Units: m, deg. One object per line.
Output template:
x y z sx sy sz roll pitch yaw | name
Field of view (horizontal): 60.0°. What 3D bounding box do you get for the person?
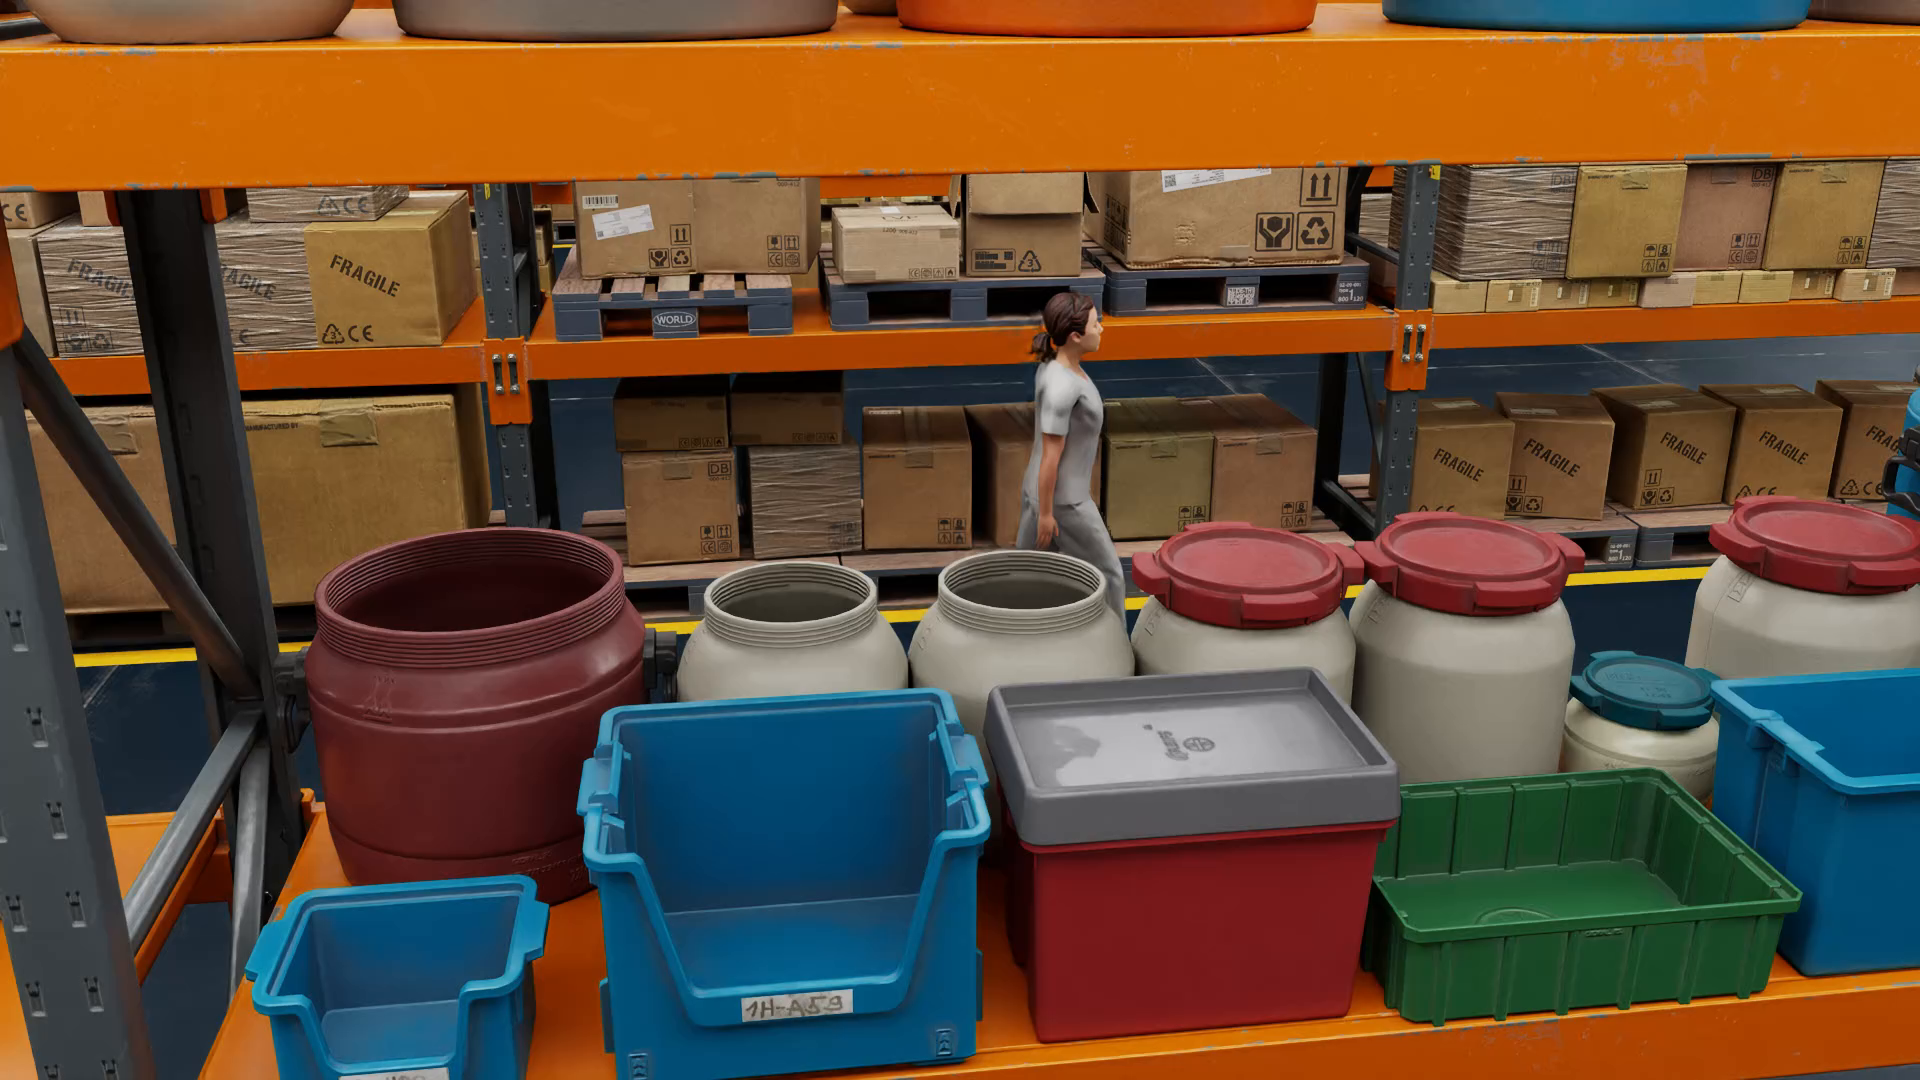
0.343 -0.180 6.579 0.978 1.628 0.455 -1 20 -3 | person
